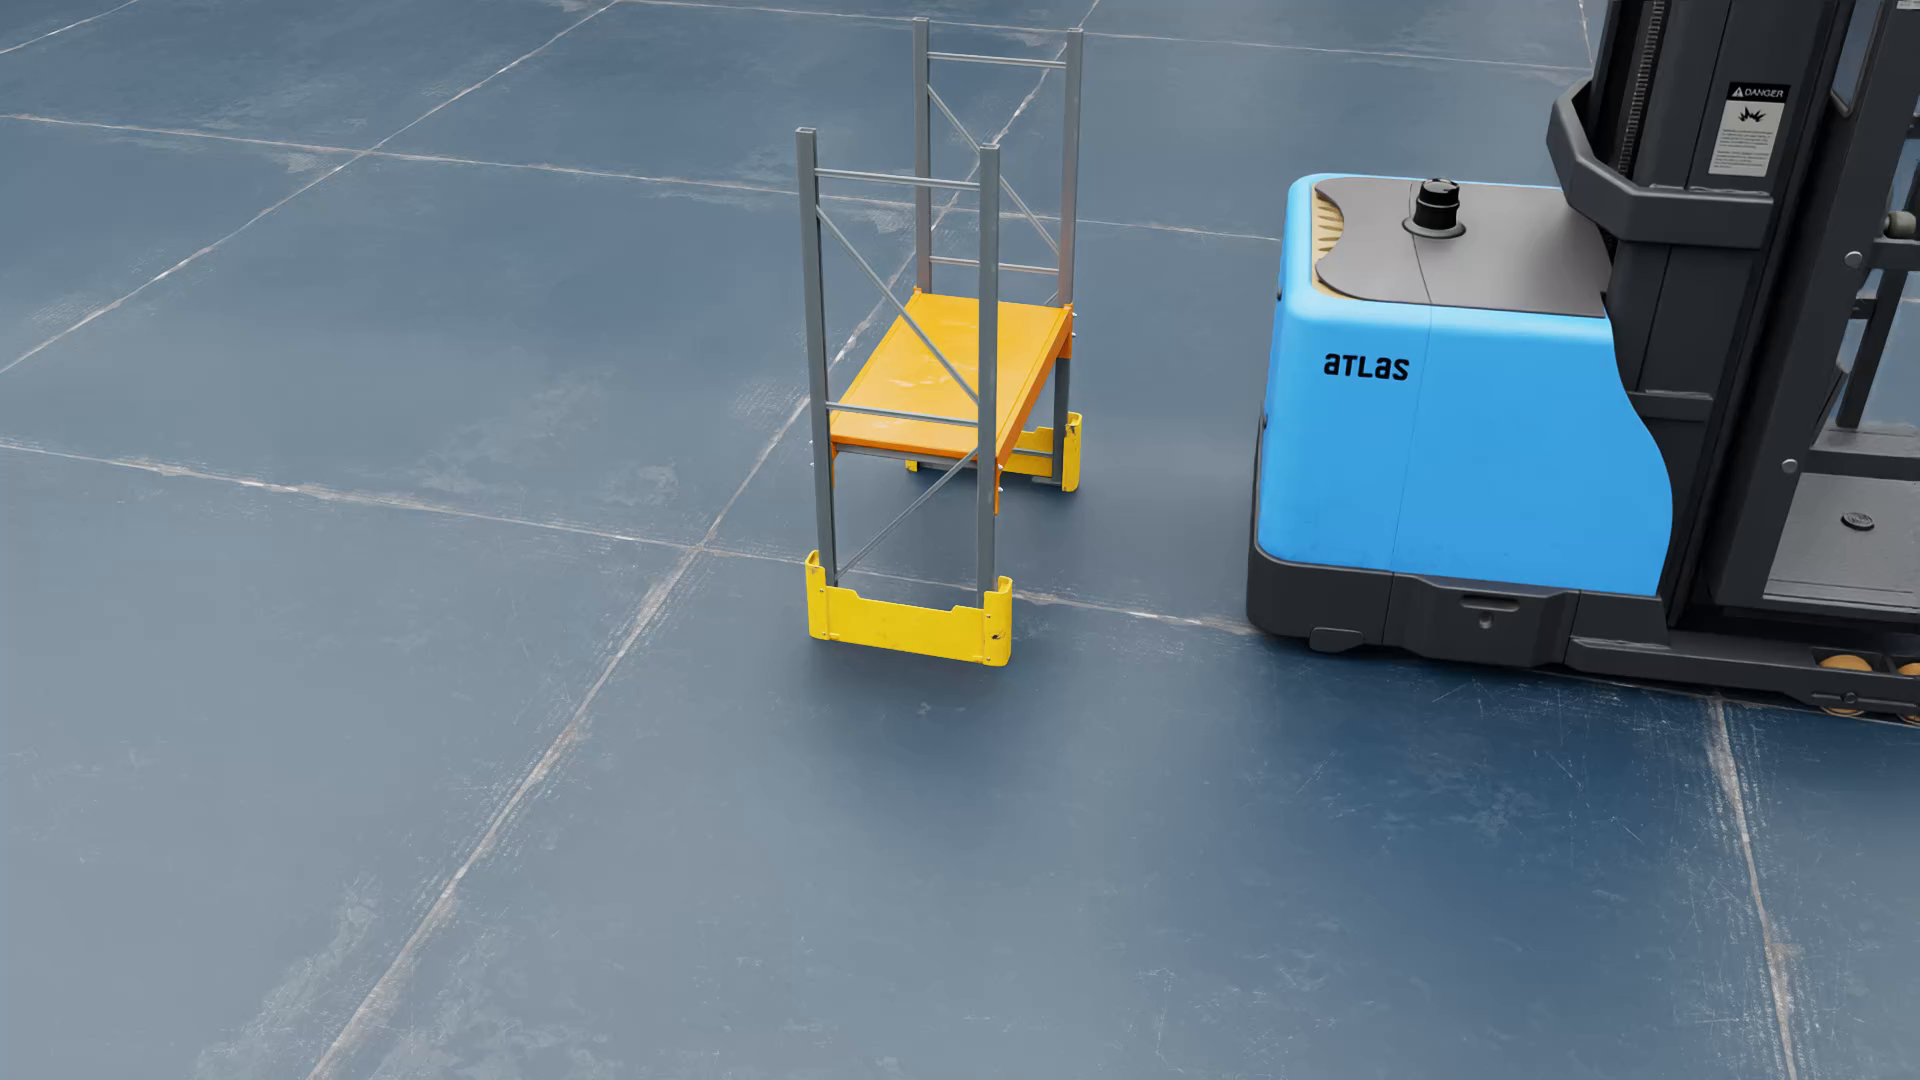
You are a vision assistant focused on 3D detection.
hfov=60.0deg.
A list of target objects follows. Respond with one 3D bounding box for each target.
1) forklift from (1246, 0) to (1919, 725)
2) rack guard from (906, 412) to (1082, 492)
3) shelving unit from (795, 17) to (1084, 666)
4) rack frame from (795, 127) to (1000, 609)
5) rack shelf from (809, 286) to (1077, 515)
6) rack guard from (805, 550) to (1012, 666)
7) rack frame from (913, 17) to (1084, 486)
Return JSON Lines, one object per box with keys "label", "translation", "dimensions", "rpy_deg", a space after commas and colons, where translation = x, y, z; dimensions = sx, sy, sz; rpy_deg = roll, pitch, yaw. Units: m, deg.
{"label": "forklift", "translation": [2.389, -1.050, 4.170], "dimensions": [3.031, 2.935, 1.130], "rpy_deg": [5, 33, 9]}
{"label": "rack guard", "translation": [0.107, -0.324, 5.527], "dimensions": [0.587, 0.250, 0.087], "rpy_deg": [8, 33, 12]}
{"label": "shelving unit", "translation": [-0.019, -0.593, 4.785], "dimensions": [0.587, 1.500, 1.083], "rpy_deg": [8, 33, 12]}
{"label": "rack frame", "translation": [-0.151, -0.325, 4.363], "dimensions": [0.500, 1.500, 0.032], "rpy_deg": [8, 33, 12]}
{"label": "rack shelf", "translation": [-0.022, -0.437, 4.875], "dimensions": [0.538, 0.185, 1.000], "rpy_deg": [8, 33, 12]}
{"label": "rack guard", "translation": [-0.146, 0.192, 4.714], "dimensions": [0.587, 0.250, 0.087], "rpy_deg": [8, 33, 12]}
{"label": "rack frame", "translation": [0.107, -0.852, 5.193], "dimensions": [0.500, 1.500, 0.032], "rpy_deg": [8, 33, 12]}
